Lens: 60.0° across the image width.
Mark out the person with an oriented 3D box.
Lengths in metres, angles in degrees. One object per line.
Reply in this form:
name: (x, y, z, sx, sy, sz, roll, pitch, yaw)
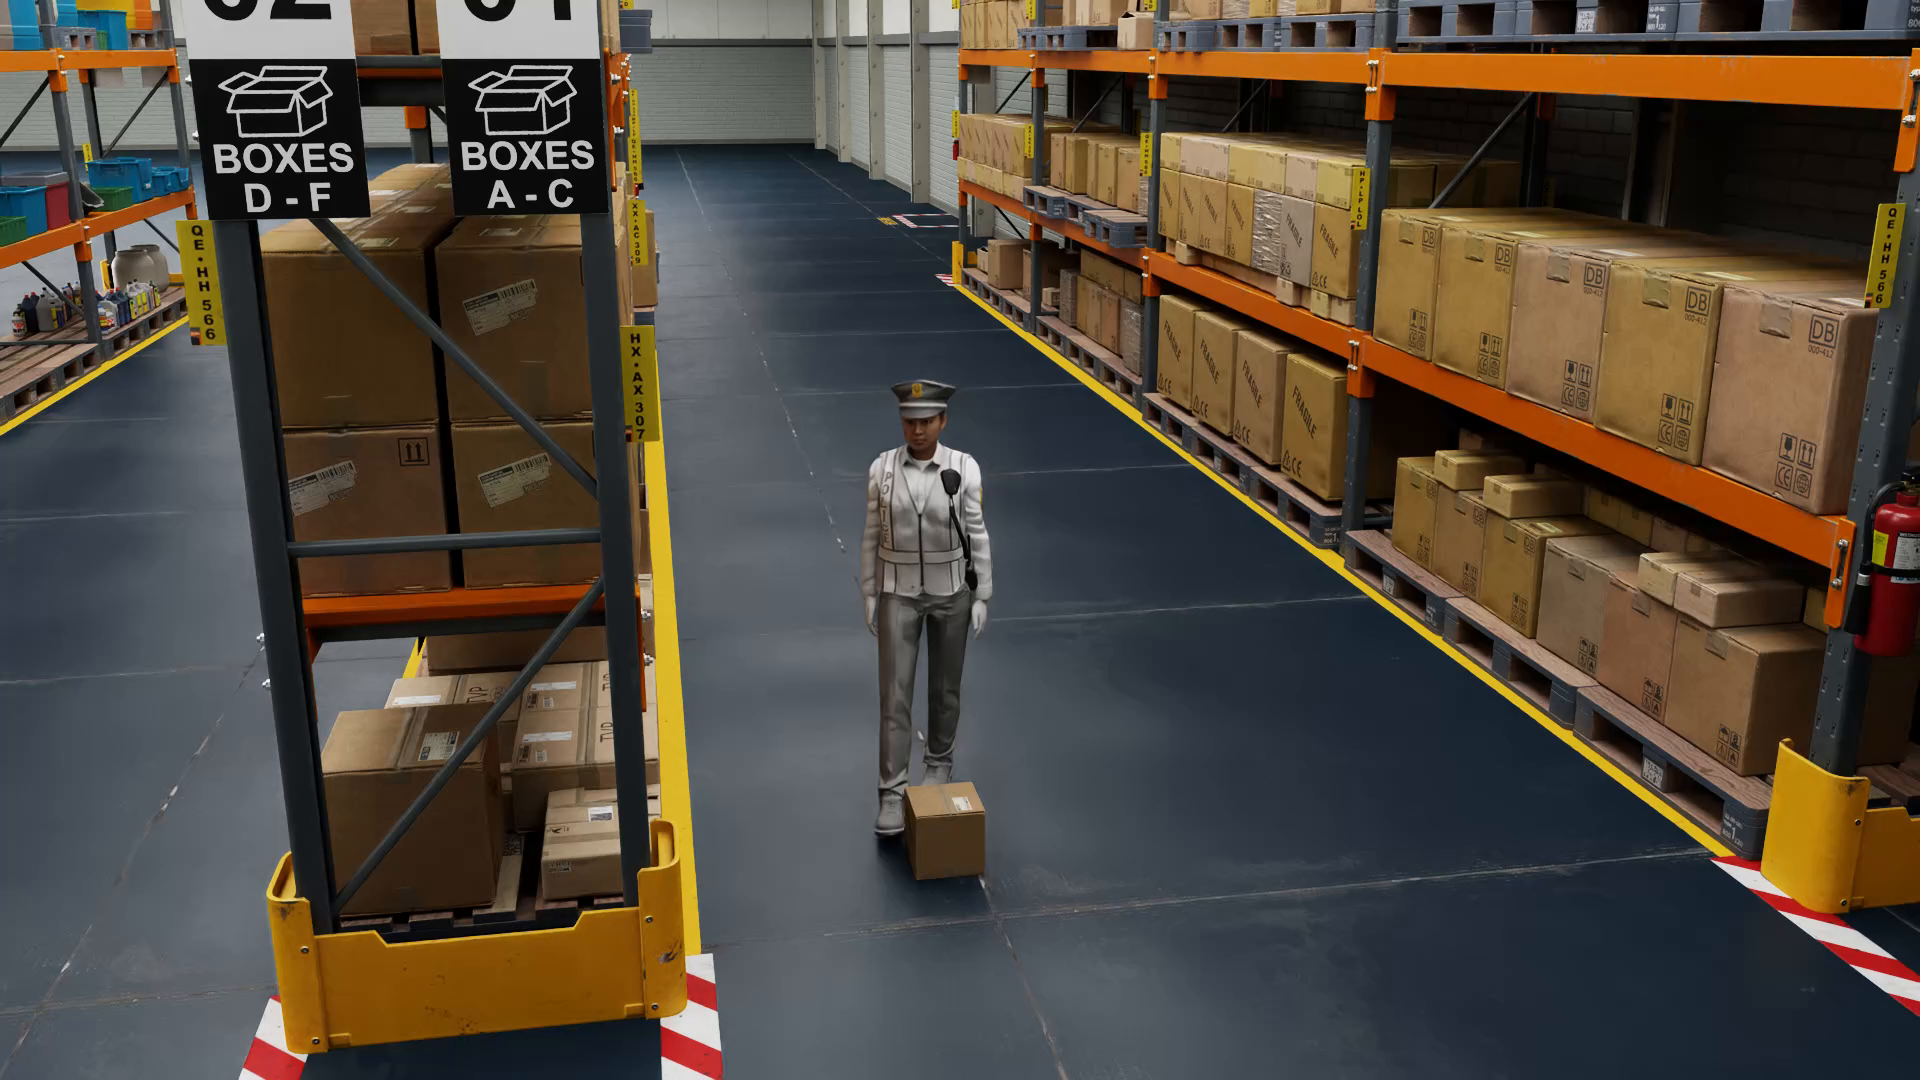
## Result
person: (-0.129, 0.243, 6.166, 0.499, 1.671, 0.694, 0, 16, 1)
